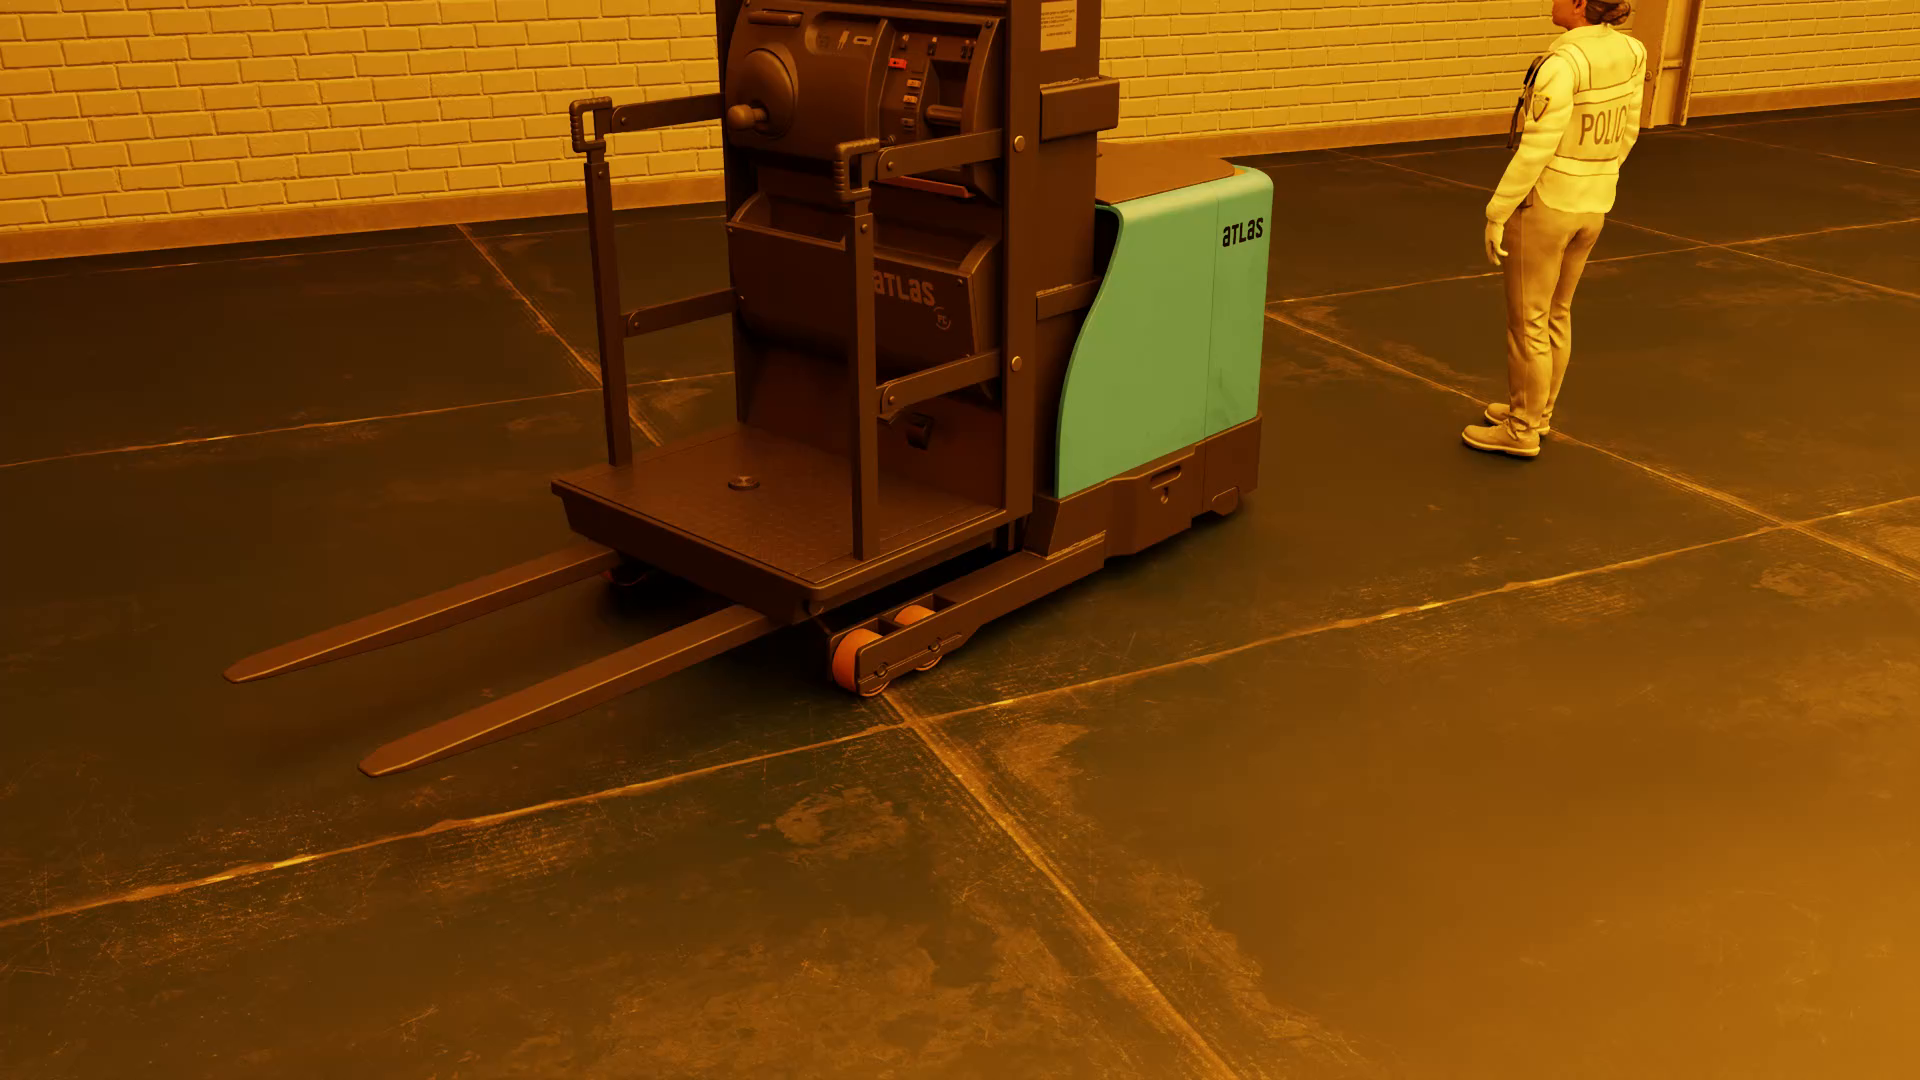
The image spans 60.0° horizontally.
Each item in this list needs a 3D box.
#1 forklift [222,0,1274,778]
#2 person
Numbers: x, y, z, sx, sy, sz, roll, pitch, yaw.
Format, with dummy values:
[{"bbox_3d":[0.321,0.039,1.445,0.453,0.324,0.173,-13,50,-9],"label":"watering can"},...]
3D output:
[{"bbox_3d":[-0.413,-1.182,4.131,1.130,2.935,3.031,19,29,39],"label":"forklift"},{"bbox_3d":[1.927,-1.106,5.543,0.589,1.694,0.530,-16,27,-33],"label":"person"}]
